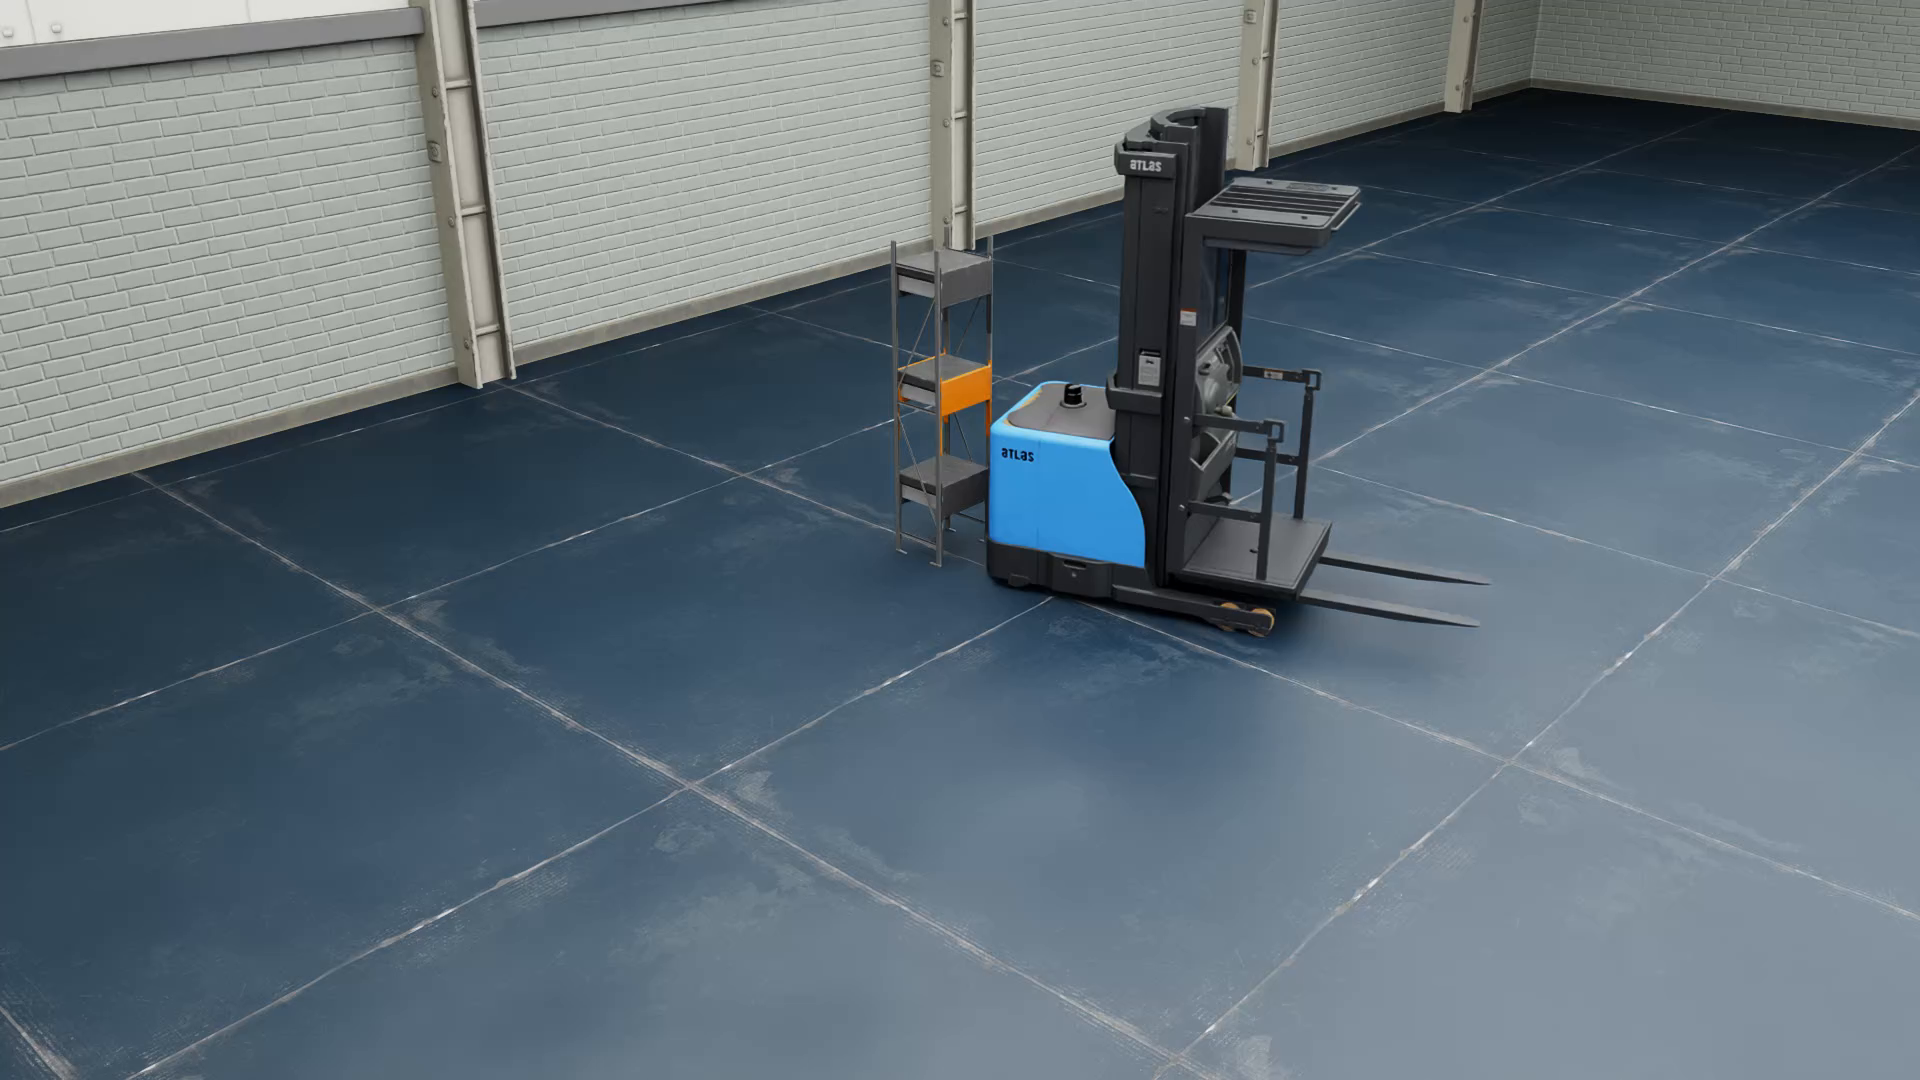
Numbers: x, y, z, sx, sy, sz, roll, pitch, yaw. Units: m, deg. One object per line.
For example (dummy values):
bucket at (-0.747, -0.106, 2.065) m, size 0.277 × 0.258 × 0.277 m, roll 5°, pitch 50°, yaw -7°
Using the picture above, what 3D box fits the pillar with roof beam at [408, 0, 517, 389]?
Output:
pillar with roof beam at (-0.871, -4.315, 9.874) m, size 9.100 × 9.000 × 0.400 m, roll 20°, pitch 31°, yaw 38°

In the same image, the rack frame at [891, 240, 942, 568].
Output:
rack frame at (-0.273, -0.833, 10.542) m, size 0.400 × 2.100 × 0.015 m, roll 20°, pitch 31°, yaw 38°

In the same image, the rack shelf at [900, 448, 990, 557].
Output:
rack shelf at (-0.110, -0.256, 11.000) m, size 0.431 × 0.518 × 0.480 m, roll 20°, pitch 31°, yaw 38°

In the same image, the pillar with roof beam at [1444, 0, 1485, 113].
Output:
pillar with roof beam at (11.142, -9.799, 22.105) m, size 9.100 × 9.000 × 0.400 m, roll 20°, pitch 31°, yaw 38°

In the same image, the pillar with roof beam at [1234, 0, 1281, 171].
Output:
pillar with roof beam at (7.137, -7.971, 18.028) m, size 9.100 × 9.000 × 0.400 m, roll 20°, pitch 31°, yaw 38°

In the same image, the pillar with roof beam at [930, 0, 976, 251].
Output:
pillar with roof beam at (3.133, -6.143, 13.951) m, size 9.100 × 9.000 × 0.400 m, roll 20°, pitch 31°, yaw 38°

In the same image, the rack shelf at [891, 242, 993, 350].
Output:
rack shelf at (-0.110, -1.534, 10.427) m, size 0.431 × 0.518 × 0.480 m, roll 20°, pitch 31°, yaw 38°

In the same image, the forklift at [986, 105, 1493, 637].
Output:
forklift at (1.735, -1.006, 9.912) m, size 3.031 × 2.935 × 1.130 m, roll 10°, pitch 26°, yaw 21°

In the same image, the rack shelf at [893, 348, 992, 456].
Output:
rack shelf at (-0.110, -0.895, 10.714) m, size 0.431 × 0.518 × 0.480 m, roll 20°, pitch 31°, yaw 38°

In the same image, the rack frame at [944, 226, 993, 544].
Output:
rack frame at (0.052, -0.982, 10.874) m, size 0.400 × 2.100 × 0.015 m, roll 20°, pitch 31°, yaw 38°

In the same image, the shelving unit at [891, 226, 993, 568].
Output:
shelving unit at (-0.110, -0.908, 10.708) m, size 0.431 × 2.100 × 0.503 m, roll 20°, pitch 31°, yaw 38°
